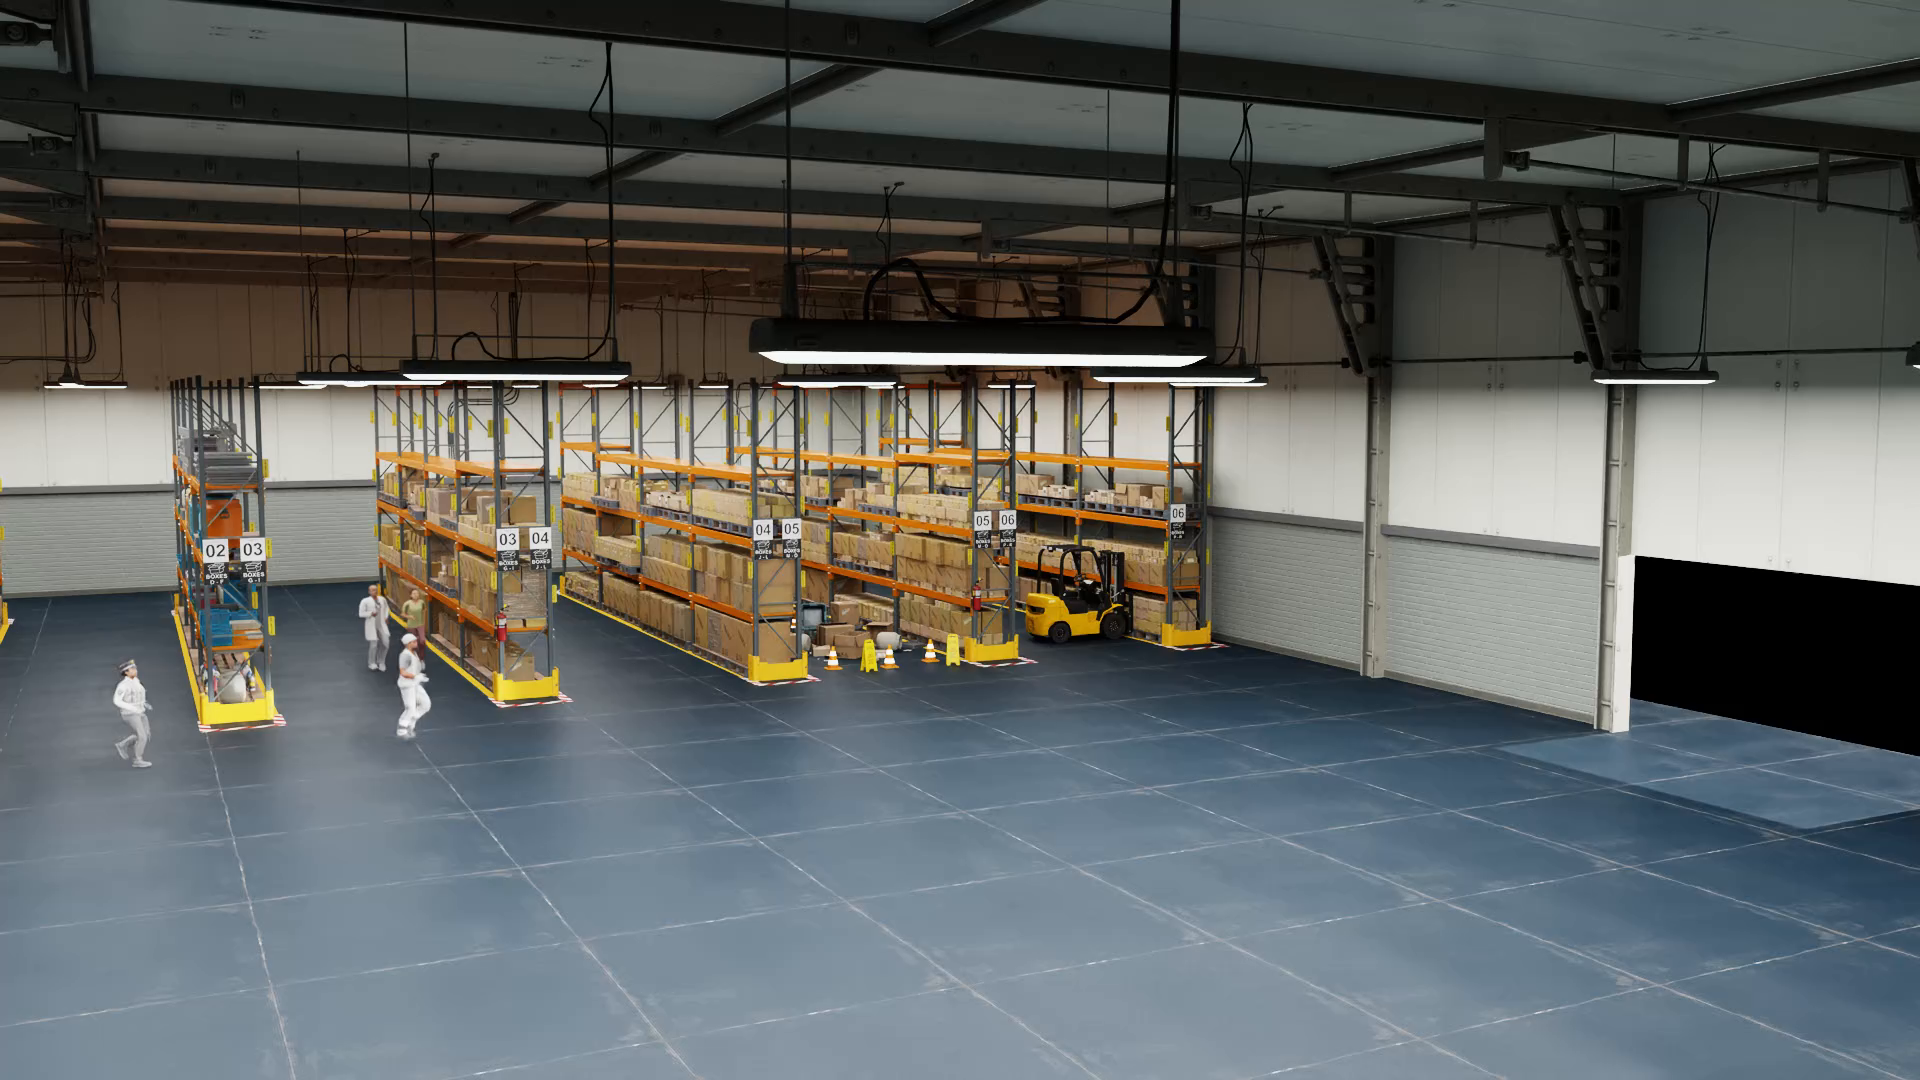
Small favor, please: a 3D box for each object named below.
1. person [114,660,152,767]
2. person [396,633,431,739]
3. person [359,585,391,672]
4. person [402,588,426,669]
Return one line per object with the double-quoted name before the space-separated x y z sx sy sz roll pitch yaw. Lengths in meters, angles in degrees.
"person" -12.662 2.646 25.374 0.589 1.642 0.615 0 5 4
"person" -8.993 2.406 27.357 0.624 1.748 0.655 0 5 3
"person" -11.945 1.822 34.064 0.687 1.805 0.734 -4 6 -38
"person" -11.320 1.833 34.536 0.531 1.699 0.726 -3 6 -26
